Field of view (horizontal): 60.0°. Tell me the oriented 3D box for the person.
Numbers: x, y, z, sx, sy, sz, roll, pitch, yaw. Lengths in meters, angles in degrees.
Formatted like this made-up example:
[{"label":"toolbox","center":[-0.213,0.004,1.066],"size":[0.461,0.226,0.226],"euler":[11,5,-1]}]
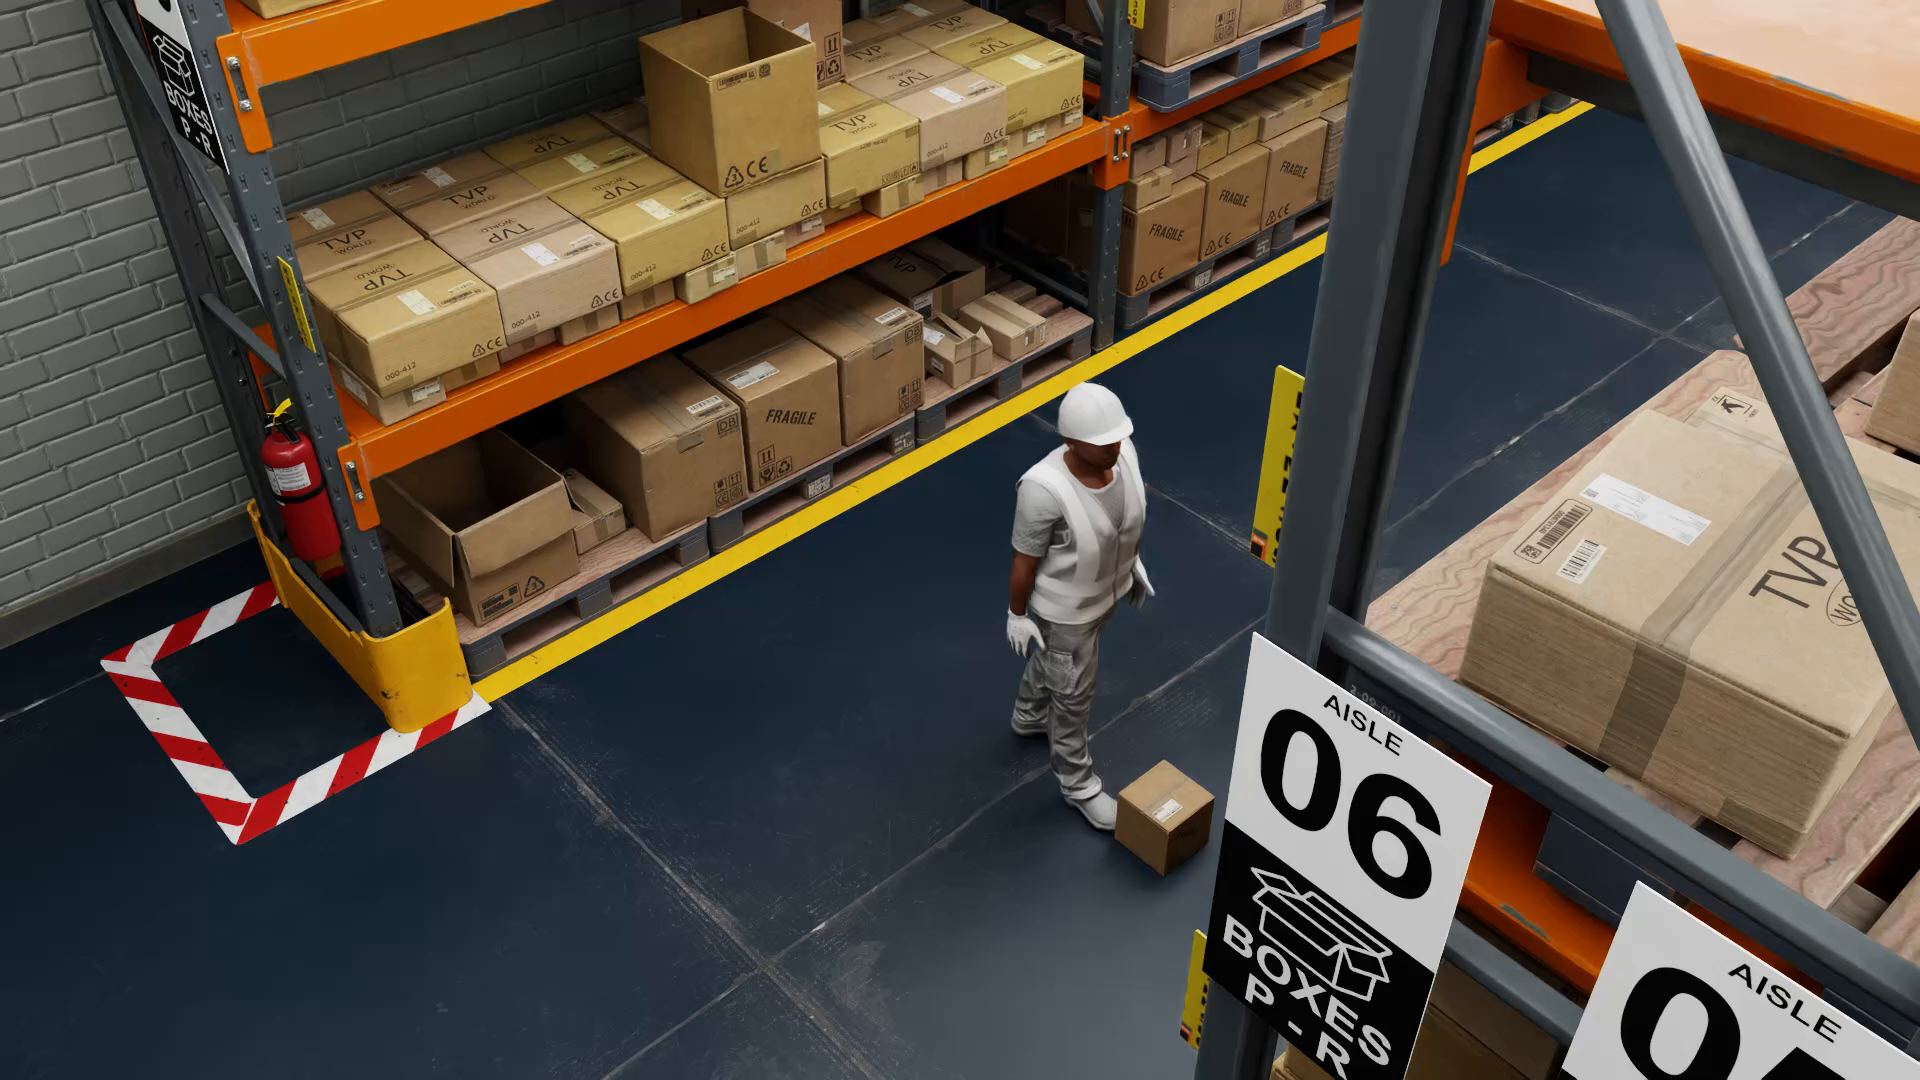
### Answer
[{"label":"person","center":[0.456,0.203,5.884],"size":[0.671,1.786,0.566],"euler":[27,46,29]}]
